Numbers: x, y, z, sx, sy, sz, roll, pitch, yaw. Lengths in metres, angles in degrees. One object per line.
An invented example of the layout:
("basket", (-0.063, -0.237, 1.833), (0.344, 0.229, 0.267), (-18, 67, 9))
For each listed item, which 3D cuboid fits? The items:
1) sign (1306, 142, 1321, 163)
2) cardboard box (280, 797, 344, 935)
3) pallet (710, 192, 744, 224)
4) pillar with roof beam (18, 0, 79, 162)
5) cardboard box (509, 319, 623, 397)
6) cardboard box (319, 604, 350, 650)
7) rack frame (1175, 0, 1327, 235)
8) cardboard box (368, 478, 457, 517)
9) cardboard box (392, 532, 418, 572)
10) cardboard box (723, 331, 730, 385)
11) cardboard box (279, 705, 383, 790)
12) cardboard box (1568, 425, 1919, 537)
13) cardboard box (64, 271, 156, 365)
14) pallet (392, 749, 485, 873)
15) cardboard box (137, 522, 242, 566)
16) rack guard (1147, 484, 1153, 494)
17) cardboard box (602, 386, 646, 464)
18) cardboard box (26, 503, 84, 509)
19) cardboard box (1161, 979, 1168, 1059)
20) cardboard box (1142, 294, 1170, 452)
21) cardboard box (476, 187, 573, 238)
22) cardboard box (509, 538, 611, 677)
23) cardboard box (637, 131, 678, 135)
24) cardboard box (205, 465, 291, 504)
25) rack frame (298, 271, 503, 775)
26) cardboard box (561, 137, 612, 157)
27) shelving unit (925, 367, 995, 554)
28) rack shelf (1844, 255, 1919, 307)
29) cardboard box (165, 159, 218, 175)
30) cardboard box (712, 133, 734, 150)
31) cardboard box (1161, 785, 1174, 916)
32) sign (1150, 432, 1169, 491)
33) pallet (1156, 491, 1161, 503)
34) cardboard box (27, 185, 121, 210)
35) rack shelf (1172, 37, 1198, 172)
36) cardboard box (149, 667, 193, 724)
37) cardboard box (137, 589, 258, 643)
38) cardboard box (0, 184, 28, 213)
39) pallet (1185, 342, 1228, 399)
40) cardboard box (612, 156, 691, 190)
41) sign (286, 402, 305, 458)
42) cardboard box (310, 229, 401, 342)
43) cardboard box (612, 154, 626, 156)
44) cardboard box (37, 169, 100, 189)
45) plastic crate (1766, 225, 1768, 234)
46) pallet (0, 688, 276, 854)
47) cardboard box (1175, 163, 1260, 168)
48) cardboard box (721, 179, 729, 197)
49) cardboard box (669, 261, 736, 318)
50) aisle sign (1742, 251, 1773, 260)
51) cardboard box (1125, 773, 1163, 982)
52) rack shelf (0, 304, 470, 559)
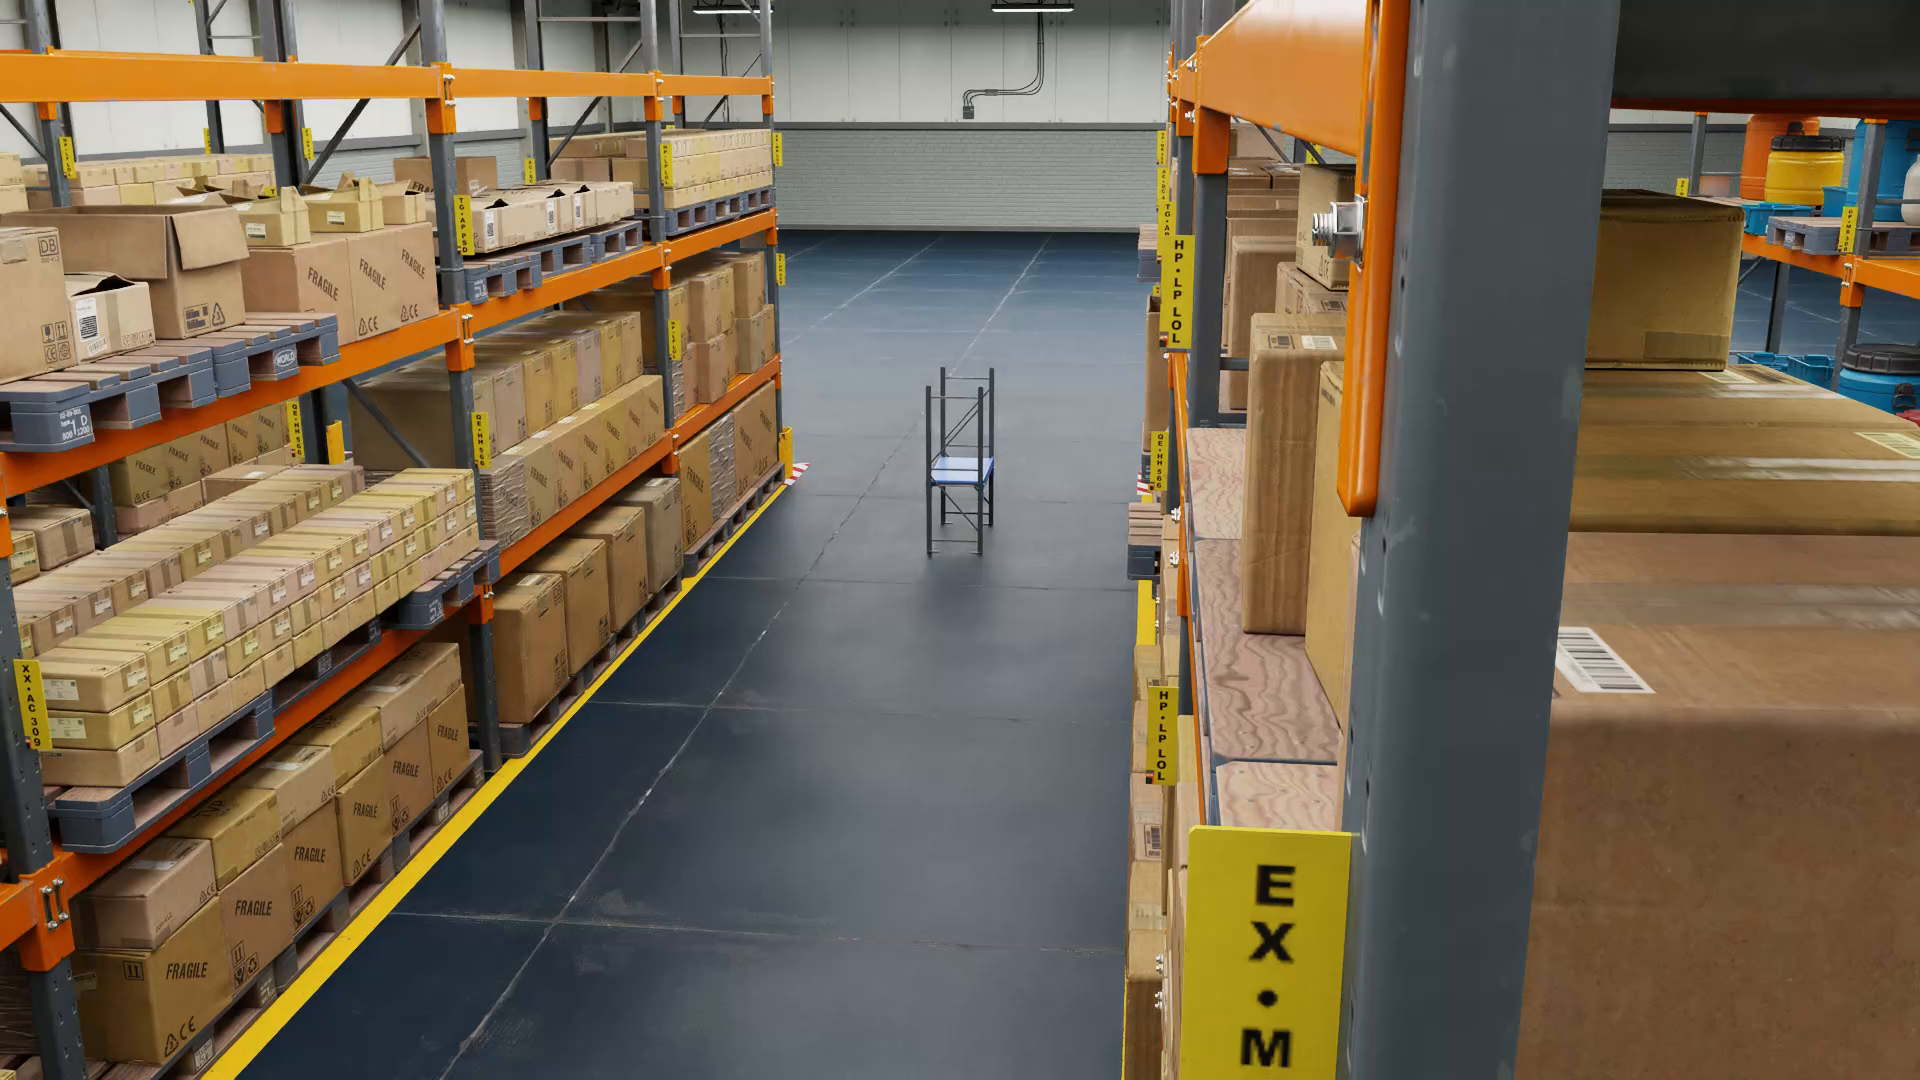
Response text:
("sign", (2.627, -2.802, 12.375), (0.100, 0.325, 0.005), (2, 15, 6))
("cardboard box", (-3.294, 1.519, 7.869), (0.500, 0.500, 0.500), (2, 15, 7))
("pallet", (-2.599, -3.035, 15.150), (1.003, 0.211, 1.213), (2, 15, 6))
("pillar with roof beam", (-8.272, -6.576, 22.329), (9.100, 9.000, 0.400), (2, 15, 6))
("cardboard box", (-2.948, -1.371, 12.465), (0.700, 0.500, 0.500), (1, 15, 5))
("cardboard box", (-3.069, 0.399, 7.706), (0.380, 0.149, 0.250), (1, 15, 4))
("rack frame", (1.624, -2.788, 8.322), (1.000, 3.000, 0.127), (2, 15, 6))
("cardboard box", (-2.923, -0.228, 8.882), (0.380, 0.149, 0.250), (2, 15, 6))
("cardboard box", (-2.981, 0.054, 8.409), (0.380, 0.149, 0.250), (2, 15, 6))
("cardboard box", (-2.634, -1.691, 15.469), (0.875, 0.550, 0.500), (2, 15, 6))
("cardboard box", (-3.229, 1.025, 8.260), (0.500, 0.250, 0.500), (2, 15, 8))
("cardboard box", (0.910, 0.156, 1.991), (0.700, 0.500, 0.500), (1, 15, 4))
("cardboard box", (-3.436, -0.857, 6.292), (0.500, 0.311, 0.500), (1, 15, 5))
("pallet", (-3.383, 1.484, 9.357), (1.003, 0.211, 1.213), (2, 15, 6))
("cardboard box", (-3.684, 0.022, 7.960), (0.380, 0.149, 0.250), (2, 15, 8))
("rack guard", (2.518, -0.741, 17.032), (1.175, 0.500, 0.348), (2, 15, 6))
("cardboard box", (-2.692, -0.876, 12.552), (0.500, 0.500, 0.500), (2, 15, 6))
("cardboard box", (-7.972, -0.258, 14.922), (0.500, 0.250, 0.500), (2, 15, 9))
("cardboard box", (0.779, 1.401, 4.802), (0.380, 0.149, 0.250), (1, 15, 4))
("cardboard box", (1.846, -1.220, 12.062), (1.000, 1.000, 1.000), (2, 15, 7))
("cardboard box", (-2.878, -2.165, 10.938), (0.500, 0.311, 0.500), (1, 15, 5))
("cardboard box", (-3.040, 0.437, 11.395), (1.050, 0.750, 0.750), (2, 15, 7))
("cardboard box", (-2.860, -3.761, 15.625), (0.380, 0.149, 0.250), (1, 15, 5))
("cardboard box", (-5.999, -0.336, 14.084), (0.500, 0.500, 0.500), (2, 15, 6))
("rack frame", (-3.293, -0.065, 9.743), (1.000, 3.000, 0.127), (2, 15, 6))
("cardboard box", (-3.088, -3.235, 13.677), (0.380, 0.149, 0.250), (2, 15, 6))
("shelving unit", (0.010, -0.746, 15.136), (0.538, 1.500, 1.048), (2, 15, 6))
("rack shelf", (6.771, -1.366, 10.186), (1.077, 0.370, 4.000), (2, 15, 6))
("cardboard box", (-7.313, -3.547, 15.829), (0.380, 0.149, 0.250), (1, 15, 5))
("cardboard box", (-2.263, -3.609, 15.062), (0.380, 0.149, 0.250), (2, 15, 7))
("cardboard box", (0.954, 0.967, 5.734), (0.500, 0.500, 0.500), (2, 15, 6))
("sign", (1.084, -0.427, 9.015), (0.100, 0.325, 0.005), (2, 15, 6))
("pallet", (1.807, -0.314, 11.034), (1.003, 0.211, 1.213), (2, 15, 6))
("cardboard box", (-7.450, -2.847, 14.003), (0.500, 0.250, 0.500), (1, 15, 5))
("rack shelf", (1.398, -1.729, 6.550), (1.077, 0.370, 4.000), (2, 15, 6))
("cardboard box", (-3.216, 0.592, 6.422), (0.380, 0.149, 0.250), (1, 15, 5))
("cardboard box", (-3.155, 0.312, 6.887), (0.380, 0.149, 0.250), (1, 15, 6))
("cardboard box", (-7.693, -2.644, 13.019), (0.500, 0.250, 0.500), (1, 15, 5))
("pallet", (1.481, -0.790, 7.042), (1.003, 0.211, 1.213), (2, 15, 9))
("cardboard box", (-2.508, -2.991, 13.539), (0.500, 0.250, 0.500), (2, 15, 7))
("sign", (-3.845, -0.639, 9.649), (0.100, 0.325, 0.005), (2, 15, 6))
("cardboard box", (-3.148, -1.275, 8.281), (0.500, 0.500, 0.500), (2, 15, 6))
("cardboard box", (-2.984, -3.139, 14.086), (0.500, 0.250, 0.500), (2, 15, 6))
("cardboard box", (-7.412, -3.005, 13.825), (0.380, 0.149, 0.250), (1, 15, 5))
("plastic crate", (6.776, -2.533, 13.629), (0.243, 0.136, 0.396), (2, 15, 6))
("pallet", (-3.514, 0.871, 6.648), (1.003, 0.211, 1.213), (2, 15, 6))
("cardboard box", (1.547, -2.022, 10.087), (0.500, 0.500, 0.500), (2, 15, 7))
("cardboard box", (-2.291, -3.159, 14.924), (0.380, 0.149, 0.250), (2, 15, 7))
("cardboard box", (-2.639, -2.351, 15.844), (0.875, 0.550, 0.550), (2, 15, 6))
("aisle sign", (7.751, -3.086, 15.936), (0.394, 0.787, 0.004), (2, 15, 6))
("cardboard box", (1.325, 1.570, 6.964), (1.225, 0.875, 0.875), (1, 15, 4))
("rack shelf", (-3.519, -0.647, 7.527), (1.077, 0.370, 4.000), (2, 15, 6))
